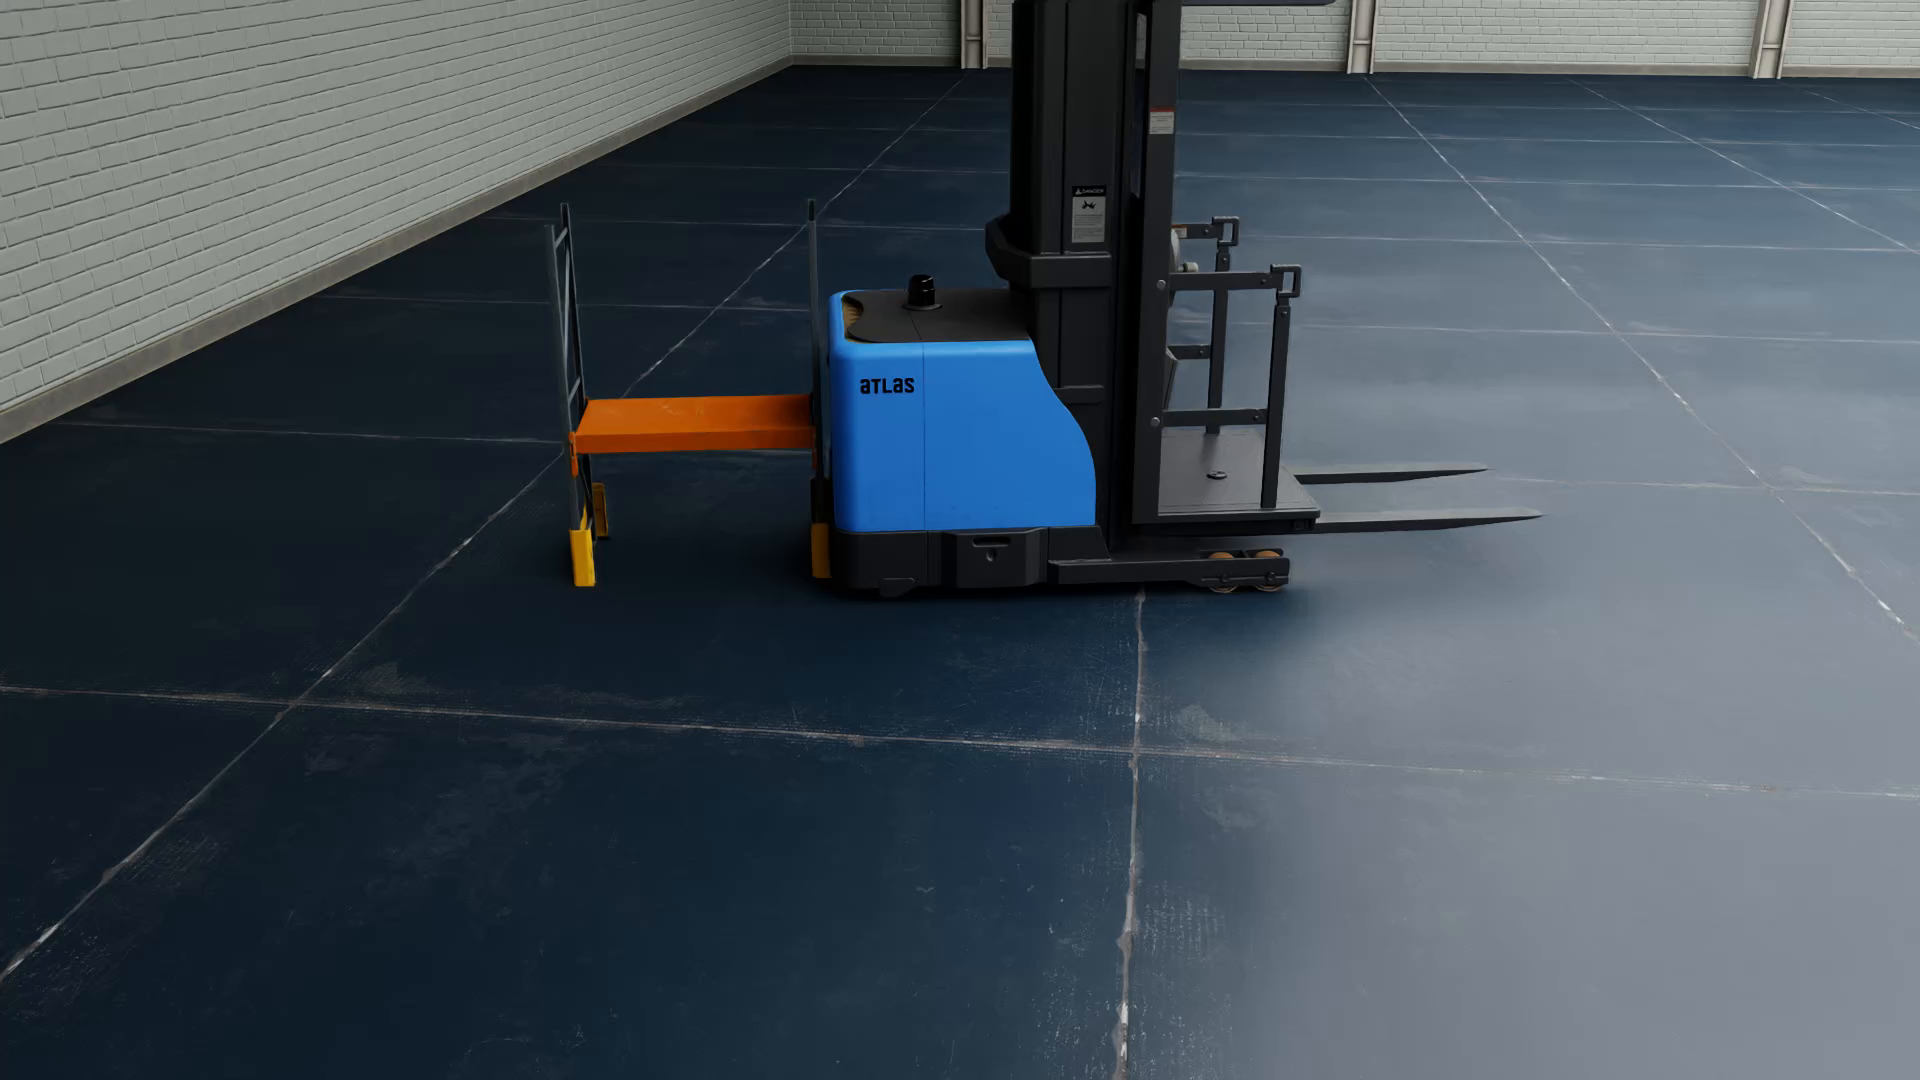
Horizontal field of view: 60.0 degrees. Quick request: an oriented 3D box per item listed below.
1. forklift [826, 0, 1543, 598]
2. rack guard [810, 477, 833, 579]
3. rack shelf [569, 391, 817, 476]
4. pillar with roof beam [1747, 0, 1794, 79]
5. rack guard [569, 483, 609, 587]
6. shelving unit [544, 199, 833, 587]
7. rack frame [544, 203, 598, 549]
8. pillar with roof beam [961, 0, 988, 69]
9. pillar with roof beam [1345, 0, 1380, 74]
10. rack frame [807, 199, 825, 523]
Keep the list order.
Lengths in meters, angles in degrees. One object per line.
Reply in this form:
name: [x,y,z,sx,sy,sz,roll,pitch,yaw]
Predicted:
forklift: [0.953,-1.335,6.829,3.031,2.935,1.130,-2,22,-5]
rack guard: [-0.605,-0.060,7.252,0.087,0.250,0.587,-2,22,-5]
rack shelf: [-1.110,-0.458,7.047,1.000,0.185,0.538,-2,22,-5]
pillar with roof beam: [11.638,-9.607,19.499,0.400,9.000,9.100,2,22,6]
rack guard: [-1.597,-0.028,7.171,0.087,0.250,0.587,-2,22,-5]
shelving unit: [-1.101,-0.625,6.981,1.083,1.500,0.587,-2,22,-5]
rack frame: [-1.617,-0.609,6.939,0.032,1.500,0.500,-2,22,-5]
pillar with roof beam: [-0.278,-10.126,20.813,0.400,9.000,9.100,2,22,6]
pillar with roof beam: [5.680,-9.866,20.156,0.400,9.000,9.100,2,22,6]
rack frame: [-0.604,-0.641,7.022,0.032,1.500,0.500,-2,22,-5]
